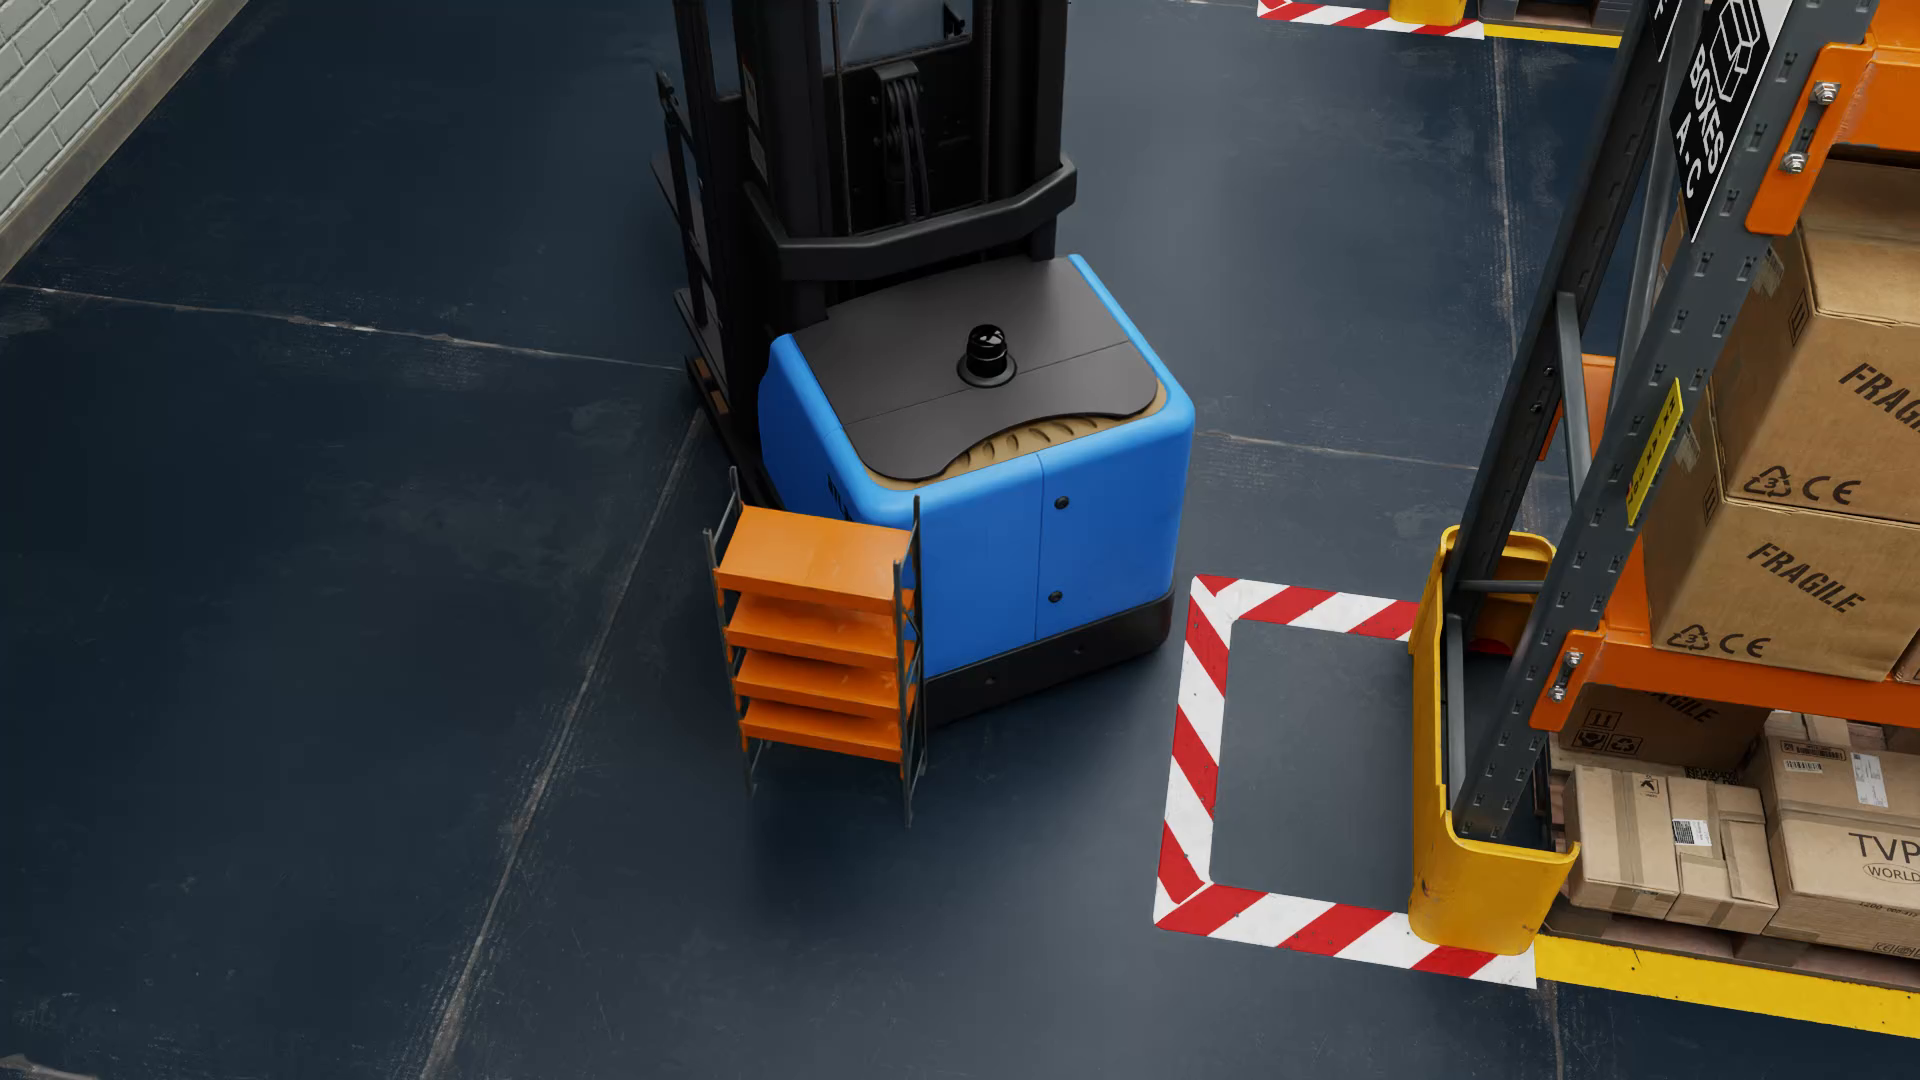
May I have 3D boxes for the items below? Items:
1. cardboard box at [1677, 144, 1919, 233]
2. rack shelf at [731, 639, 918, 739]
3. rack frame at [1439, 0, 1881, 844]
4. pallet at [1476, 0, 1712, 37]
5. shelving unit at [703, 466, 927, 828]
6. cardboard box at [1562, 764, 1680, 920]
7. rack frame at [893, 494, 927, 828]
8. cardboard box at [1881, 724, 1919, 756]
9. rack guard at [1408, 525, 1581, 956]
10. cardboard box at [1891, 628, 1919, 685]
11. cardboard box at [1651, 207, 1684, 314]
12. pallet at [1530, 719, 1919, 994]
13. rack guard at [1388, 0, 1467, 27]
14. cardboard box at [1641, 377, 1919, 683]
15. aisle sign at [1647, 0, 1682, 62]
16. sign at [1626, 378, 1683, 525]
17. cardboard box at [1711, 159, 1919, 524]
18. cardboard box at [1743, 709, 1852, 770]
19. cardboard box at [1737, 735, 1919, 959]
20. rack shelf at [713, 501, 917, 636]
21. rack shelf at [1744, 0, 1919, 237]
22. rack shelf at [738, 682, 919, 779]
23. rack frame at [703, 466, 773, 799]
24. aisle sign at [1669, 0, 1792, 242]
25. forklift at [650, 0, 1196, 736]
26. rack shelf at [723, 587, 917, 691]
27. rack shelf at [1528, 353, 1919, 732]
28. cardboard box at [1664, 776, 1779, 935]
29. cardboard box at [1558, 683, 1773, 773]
[{"bbox_3d":[1.961,-0.791,3.705,0.500,0.500,0.500,7,48,6],"label":"cardboard box"},{"bbox_3d":[-0.372,0.380,4.692,0.480,0.148,0.258,9,49,8],"label":"rack shelf"},{"bbox_3d":[1.474,-0.281,3.986,0.127,3.000,1.000,8,49,7],"label":"rack frame"},{"bbox_3d":[3.164,-2.837,8.157,1.213,0.211,1.003,8,49,7],"label":"pallet"},{"bbox_3d":[-0.372,0.335,4.642,0.503,1.200,0.258,9,49,8],"label":"shelving unit"},{"bbox_3d":[1.825,0.832,4.607,0.250,0.149,0.380,8,49,7],"label":"cardboard box"},{"bbox_3d":[-0.133,0.373,4.608,0.015,1.200,0.240,9,49,8],"label":"rack frame"},{"bbox_3d":[2.983,0.530,4.810,0.500,0.250,0.500,8,49,7],"label":"cardboard box"},{"bbox_3d":[1.549,0.564,4.907,0.348,0.500,1.175,8,49,7],"label":"rack guard"},{"bbox_3d":[2.373,0.002,3.665,0.500,0.500,0.500,7,48,6],"label":"cardboard box"},{"bbox_3d":[1.963,-0.454,4.075,0.500,0.500,0.500,9,49,8],"label":"cardboard box"},{"bbox_3d":[2.334,0.766,4.920,1.213,0.211,1.003,8,49,7],"label":"pallet"},{"bbox_3d":[2.333,-3.064,8.167,0.348,0.500,1.175,8,49,7],"label":"rack guard"},{"bbox_3d":[1.864,-0.063,3.723,0.500,0.500,0.500,9,49,8],"label":"cardboard box"},{"bbox_3d":[1.462,-1.383,3.229,0.004,0.787,0.394,8,49,7],"label":"aisle sign"},{"bbox_3d":[1.378,-0.173,3.307,0.005,0.325,0.100,8,49,7],"label":"sign"},{"bbox_3d":[1.864,-0.397,3.351,0.500,0.500,0.500,9,49,8],"label":"cardboard box"},{"bbox_3d":[2.436,0.530,4.866,0.250,0.166,0.380,8,49,7],"label":"cardboard box"},{"bbox_3d":[2.451,0.837,4.534,0.500,0.250,0.500,8,49,7],"label":"cardboard box"},{"bbox_3d":[-0.372,0.072,4.350,0.480,0.148,0.258,9,49,8],"label":"rack shelf"},{"bbox_3d":[3.442,-0.779,2.900,4.000,0.370,1.077,8,49,7],"label":"rack shelf"},{"bbox_3d":[-0.372,0.513,4.840,0.480,0.148,0.258,9,49,8],"label":"rack shelf"},{"bbox_3d":[-0.611,0.297,4.676,0.015,1.200,0.240,9,49,8],"label":"rack frame"},{"bbox_3d":[1.355,-0.944,2.834,0.004,0.787,0.394,8,49,7],"label":"aisle sign"},{"bbox_3d":[-0.369,-1.489,5.117,1.130,2.935,3.031,-18,50,-15],"label":"forklift"},{"bbox_3d":[-0.372,0.230,4.526,0.480,0.148,0.258,9,49,8],"label":"rack shelf"},{"bbox_3d":[3.442,0.224,4.016,4.000,0.370,1.077,8,49,7],"label":"rack shelf"},{"bbox_3d":[2.071,0.859,4.571,0.250,0.166,0.380,8,49,7],"label":"cardboard box"},{"bbox_3d":[2.053,0.299,4.849,0.500,0.500,0.500,8,49,7],"label":"cardboard box"}]
